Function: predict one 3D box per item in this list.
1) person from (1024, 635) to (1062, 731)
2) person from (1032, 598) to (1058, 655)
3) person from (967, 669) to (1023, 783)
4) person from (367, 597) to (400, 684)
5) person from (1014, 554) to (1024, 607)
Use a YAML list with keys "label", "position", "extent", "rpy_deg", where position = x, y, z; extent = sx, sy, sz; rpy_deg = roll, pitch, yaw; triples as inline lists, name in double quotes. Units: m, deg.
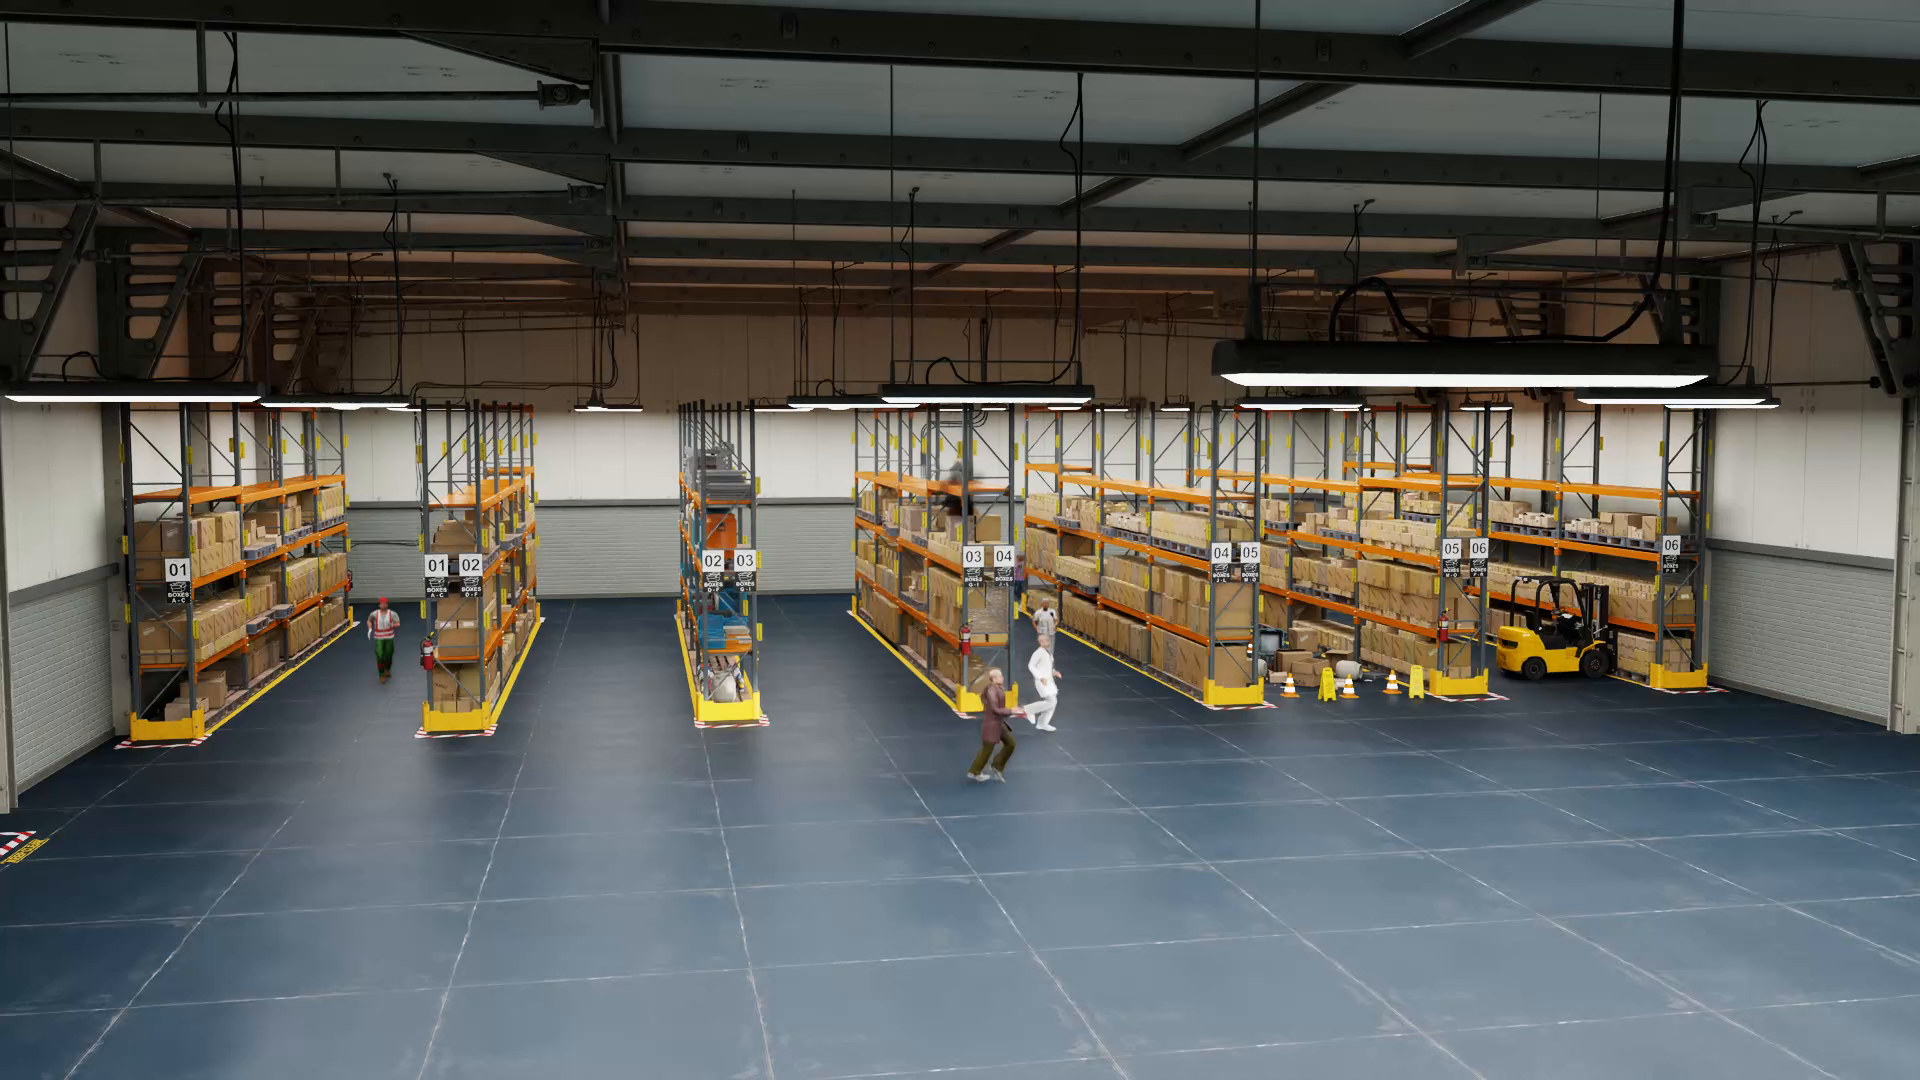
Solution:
- label: "person"
  position: [1.509, 2.590, 30.182]
  extent: [0.641, 1.739, 0.710]
  rpy_deg: [2, 5, 21]
- label: "person"
  position: [1.912, 2.117, 37.113]
  extent: [0.602, 1.660, 0.692]
  rpy_deg: [-1, 4, -13]
- label: "person"
  position: [0.545, 2.899, 25.776]
  extent: [0.877, 1.808, 0.668]
  rpy_deg: [1, 4, 14]
- label: "person"
  position: [-12.315, 2.113, 35.568]
  extent: [0.658, 1.786, 0.979]
  rpy_deg: [-2, 5, -22]
- label: "person"
  position: [1.724, 1.200, 49.551]
  extent: [0.491, 1.567, 0.548]
  rpy_deg: [-1, 5, -19]
